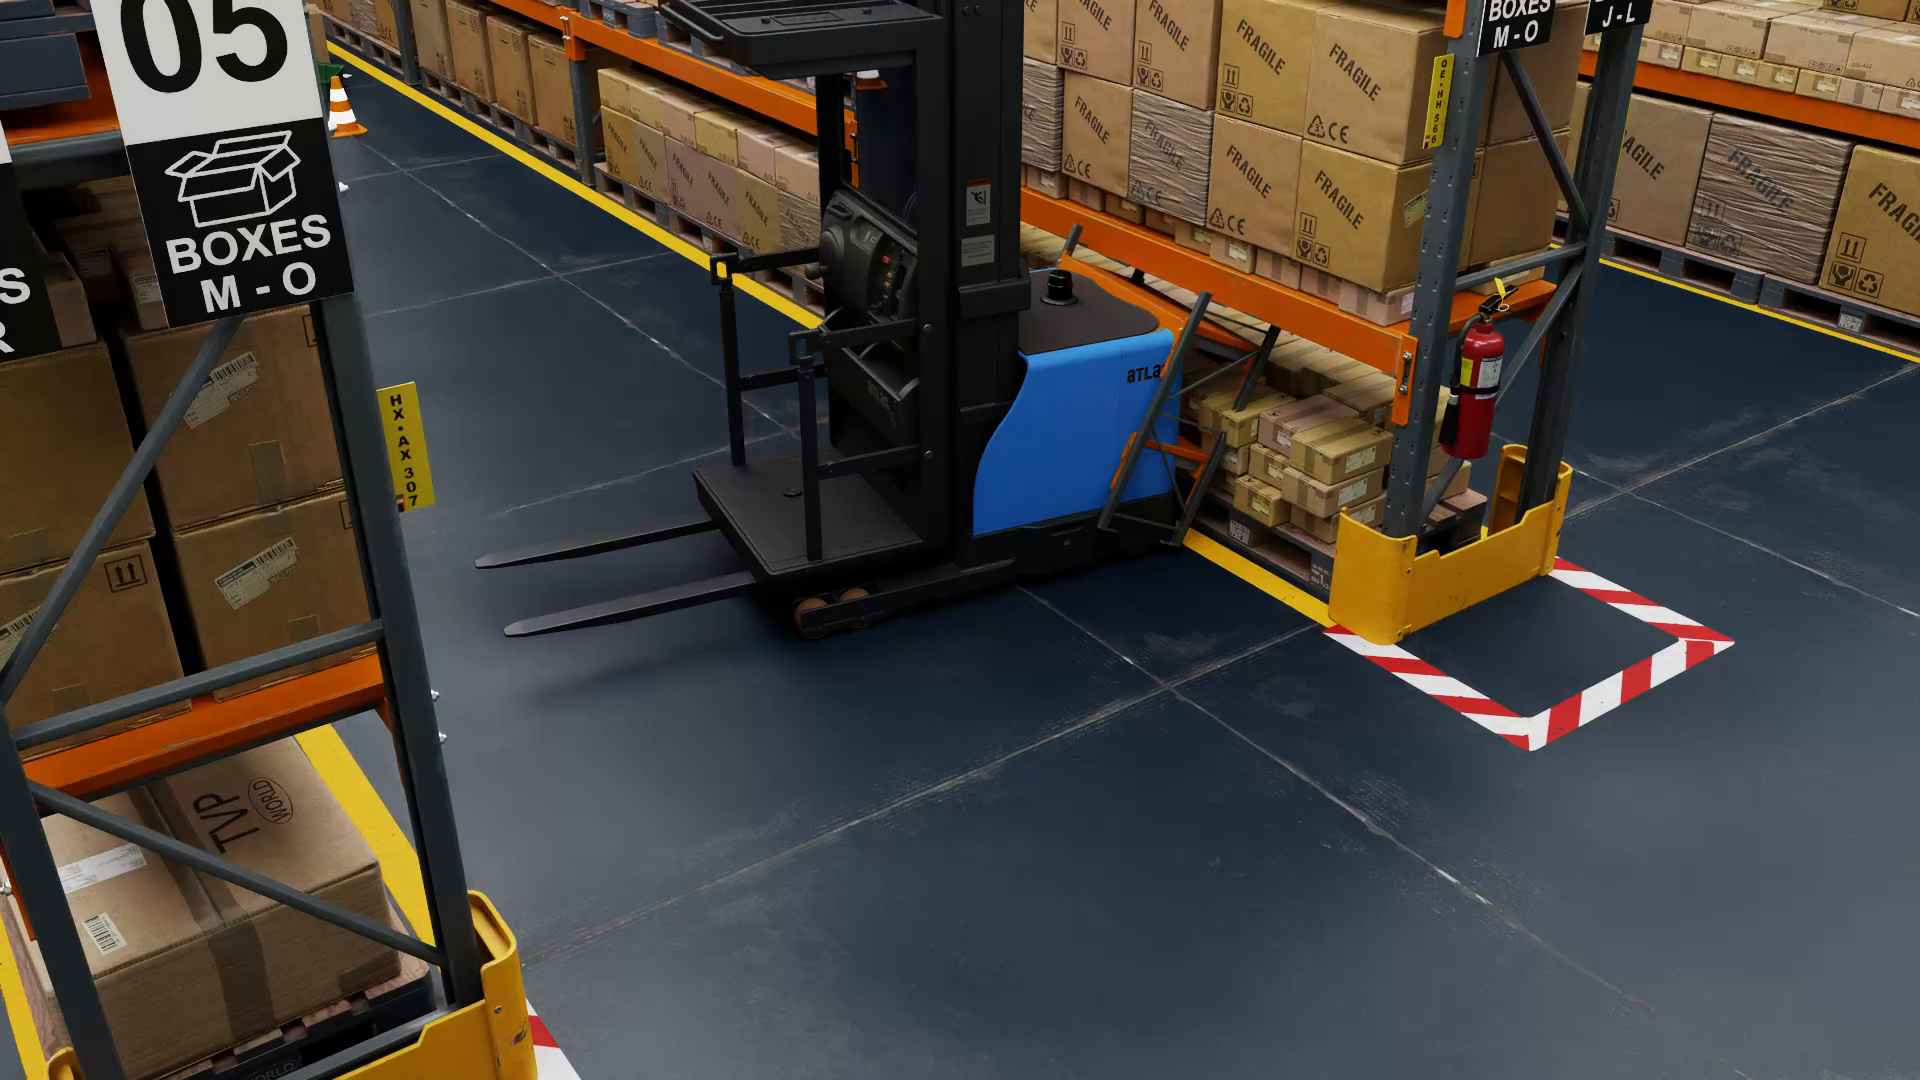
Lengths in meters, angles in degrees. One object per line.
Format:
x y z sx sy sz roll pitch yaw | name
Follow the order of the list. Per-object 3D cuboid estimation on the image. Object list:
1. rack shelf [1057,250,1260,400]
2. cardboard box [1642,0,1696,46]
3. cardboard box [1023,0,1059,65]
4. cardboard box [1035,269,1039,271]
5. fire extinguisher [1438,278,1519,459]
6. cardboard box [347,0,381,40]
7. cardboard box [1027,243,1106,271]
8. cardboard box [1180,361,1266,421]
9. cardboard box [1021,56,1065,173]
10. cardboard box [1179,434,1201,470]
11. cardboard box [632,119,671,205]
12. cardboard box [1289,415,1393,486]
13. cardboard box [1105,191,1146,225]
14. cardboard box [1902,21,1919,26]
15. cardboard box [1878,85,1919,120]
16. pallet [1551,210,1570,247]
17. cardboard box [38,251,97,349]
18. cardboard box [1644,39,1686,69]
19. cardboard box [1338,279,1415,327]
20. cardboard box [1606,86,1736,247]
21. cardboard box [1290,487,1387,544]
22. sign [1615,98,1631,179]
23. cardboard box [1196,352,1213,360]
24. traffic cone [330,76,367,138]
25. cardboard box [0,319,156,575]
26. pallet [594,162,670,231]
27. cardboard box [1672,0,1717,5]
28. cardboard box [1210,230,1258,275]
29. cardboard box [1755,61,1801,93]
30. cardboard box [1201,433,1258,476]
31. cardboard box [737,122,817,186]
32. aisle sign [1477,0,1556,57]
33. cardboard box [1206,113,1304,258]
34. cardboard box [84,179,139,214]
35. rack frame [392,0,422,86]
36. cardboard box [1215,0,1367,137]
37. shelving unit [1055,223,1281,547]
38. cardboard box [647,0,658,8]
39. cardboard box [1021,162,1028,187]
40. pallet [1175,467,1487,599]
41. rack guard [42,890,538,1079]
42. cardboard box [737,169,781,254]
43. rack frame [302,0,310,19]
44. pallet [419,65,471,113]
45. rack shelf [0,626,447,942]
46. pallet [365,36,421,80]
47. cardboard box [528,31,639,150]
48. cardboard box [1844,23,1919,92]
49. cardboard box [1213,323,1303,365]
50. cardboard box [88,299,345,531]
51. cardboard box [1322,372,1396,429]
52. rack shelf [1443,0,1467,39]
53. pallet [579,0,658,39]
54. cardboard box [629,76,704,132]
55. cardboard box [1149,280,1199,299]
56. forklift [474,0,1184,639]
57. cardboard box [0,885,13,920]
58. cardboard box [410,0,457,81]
0.882 -0.990 7.649 0.538 0.278 1.000 12 19 -36 | rack shelf
4.603 -3.368 10.654 0.500 0.250 0.500 -18 33 -29 | cardboard box
0.498 -2.589 7.909 0.500 0.500 0.500 -18 33 -30 | cardboard box
0.354 -1.318 8.957 0.380 0.149 0.250 -20 34 -32 | cardboard box
1.945 -0.641 6.258 0.296 0.674 0.183 -19 34 -31 | fire extinguisher
-5.619 -5.593 16.692 0.875 0.875 0.875 -19 34 -30 | cardboard box
0.604 -1.563 9.409 0.380 0.149 0.250 -19 34 -31 | cardboard box
1.210 -0.690 7.802 0.380 0.149 0.250 -20 34 -33 | cardboard box
0.493 -2.135 8.122 0.500 0.500 0.500 -20 34 -32 | cardboard box
1.231 -0.434 7.953 0.380 0.149 0.250 -18 33 -30 | cardboard box
-1.968 -2.720 11.795 0.500 0.500 0.500 -18 33 -30 | cardboard box
1.662 -0.393 7.254 0.380 0.149 0.250 -18 33 -30 | cardboard box
0.913 -1.626 7.864 0.380 0.149 0.250 -18 33 -30 | cardboard box
5.909 -2.924 9.837 0.500 0.250 0.500 -19 34 -31 | cardboard box
5.502 -2.534 9.536 0.380 0.149 0.250 -19 34 -31 | cardboard box
4.331 -2.410 11.967 1.003 0.211 1.213 -19 34 -31 | pallet
-2.170 -0.507 3.708 0.380 0.149 0.250 -18 33 -30 | cardboard box
4.607 -3.132 10.637 0.380 0.149 0.250 -18 33 -30 | cardboard box
1.756 -1.002 6.716 0.380 0.149 0.250 -19 34 -31 | cardboard box
4.794 -2.575 11.135 0.875 0.875 0.875 -19 34 -31 | cardboard box
1.700 -0.143 7.417 0.380 0.149 0.250 -18 33 -30 | cardboard box
2.617 -1.595 6.637 0.100 0.325 0.005 -19 34 -31 | sign
1.271 -0.895 8.490 0.380 0.149 0.250 -17 33 -28 | cardboard box
-5.238 -3.675 14.032 0.336 0.463 0.334 -19 34 -31 | traffic cone
-2.272 -0.259 3.932 0.500 0.500 0.500 -18 33 -29 | cardboard box
-2.013 -2.645 12.398 1.003 0.211 1.213 -19 34 -31 | pallet
4.608 -3.696 10.472 0.500 0.500 0.500 -20 34 -32 | cardboard box
1.317 -1.295 7.255 0.380 0.149 0.250 -18 33 -29 | cardboard box
5.055 -2.832 10.085 0.380 0.149 0.250 -19 34 -30 | cardboard box
1.334 -0.454 7.679 0.380 0.149 0.250 -20 35 -33 | cardboard box
-1.070 -2.458 10.526 0.500 0.250 0.500 -17 33 -28 | cardboard box
1.973 -2.095 5.741 0.394 0.787 0.004 -19 34 -31 | aisle sign
1.410 -1.544 7.033 0.500 0.500 0.500 -19 34 -31 | cardboard box
-2.046 -0.853 4.345 0.380 0.149 0.250 -18 33 -29 | cardboard box
-4.785 -5.729 15.156 1.000 3.000 0.127 -19 34 -31 | rack frame
1.413 -1.984 6.796 0.500 0.500 0.500 -20 34 -32 | cardboard box
0.771 -0.730 7.724 0.538 1.125 1.048 12 19 -36 | shelving unit
-1.900 -3.705 11.252 0.380 0.149 0.250 -17 33 -28 | cardboard box
0.406 -1.916 8.398 0.380 0.149 0.250 -18 33 -30 | cardboard box
1.689 -0.194 7.886 1.003 0.211 1.213 -19 34 -31 | pallet
-1.784 1.453 4.550 1.175 0.500 0.348 -19 34 -31 | rack guard
-1.077 -2.123 10.695 0.500 0.500 0.500 -20 34 -32 | cardboard box
-1.798 -2.291 2.539 1.000 3.000 0.127 -19 34 -31 | rack frame
-4.276 -4.225 15.308 1.003 0.211 1.213 -19 34 -31 | pallet
-2.958 -0.116 5.574 1.077 0.370 4.000 -19 34 -31 | rack shelf
-5.163 -4.821 16.406 1.003 0.211 1.213 -19 34 -31 | pallet
-2.745 -3.632 13.211 1.050 0.750 0.750 -19 34 -31 | cardboard box
5.483 -2.775 9.562 0.500 0.250 0.500 -19 34 -31 | cardboard box
1.484 -0.946 8.273 0.380 0.149 0.250 -17 33 -29 | cardboard box
-1.845 -0.403 4.197 0.500 0.500 0.500 -20 34 -32 | cardboard box
1.890 -0.629 7.689 0.380 0.149 0.250 -18 33 -30 | cardboard box
1.015 -2.844 7.454 1.077 0.370 4.000 -19 34 -31 | rack shelf
-1.965 -3.842 11.883 1.213 0.211 1.003 -19 34 -31 | pallet
-1.968 -3.058 11.630 0.500 0.250 0.500 -19 34 -31 | cardboard box
1.090 -1.259 8.850 0.380 0.149 0.250 -20 34 -32 | cardboard box
-0.568 -1.161 6.817 3.031 2.935 1.130 -13 31 -22 | forklift
-2.800 0.704 5.554 0.875 0.438 0.875 -18 33 -29 | cardboard box
-4.352 -4.709 15.195 1.050 0.750 0.750 -19 34 -31 | cardboard box
